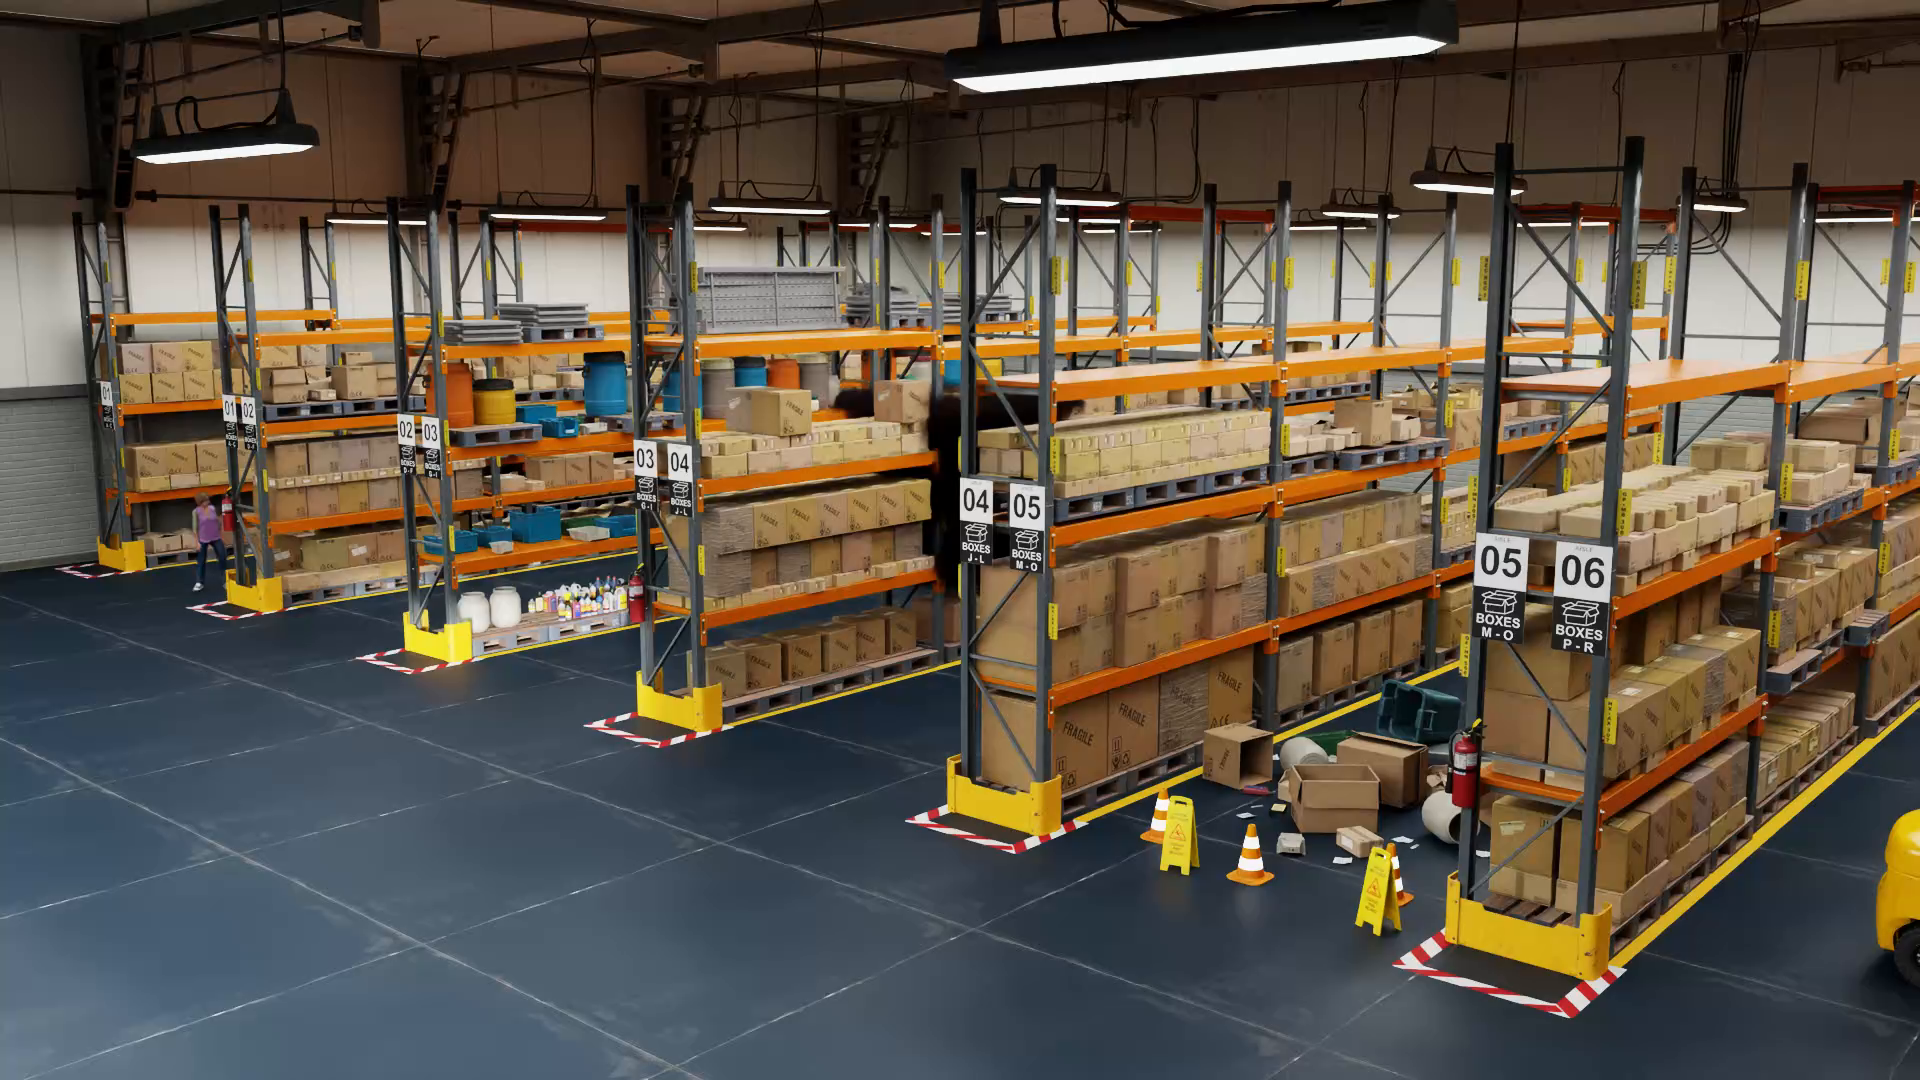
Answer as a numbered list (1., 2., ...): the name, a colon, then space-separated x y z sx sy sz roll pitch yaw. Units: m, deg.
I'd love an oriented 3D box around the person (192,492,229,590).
1. person: -11.867 0.020 26.355 0.592 1.595 0.582 -7 12 -35
